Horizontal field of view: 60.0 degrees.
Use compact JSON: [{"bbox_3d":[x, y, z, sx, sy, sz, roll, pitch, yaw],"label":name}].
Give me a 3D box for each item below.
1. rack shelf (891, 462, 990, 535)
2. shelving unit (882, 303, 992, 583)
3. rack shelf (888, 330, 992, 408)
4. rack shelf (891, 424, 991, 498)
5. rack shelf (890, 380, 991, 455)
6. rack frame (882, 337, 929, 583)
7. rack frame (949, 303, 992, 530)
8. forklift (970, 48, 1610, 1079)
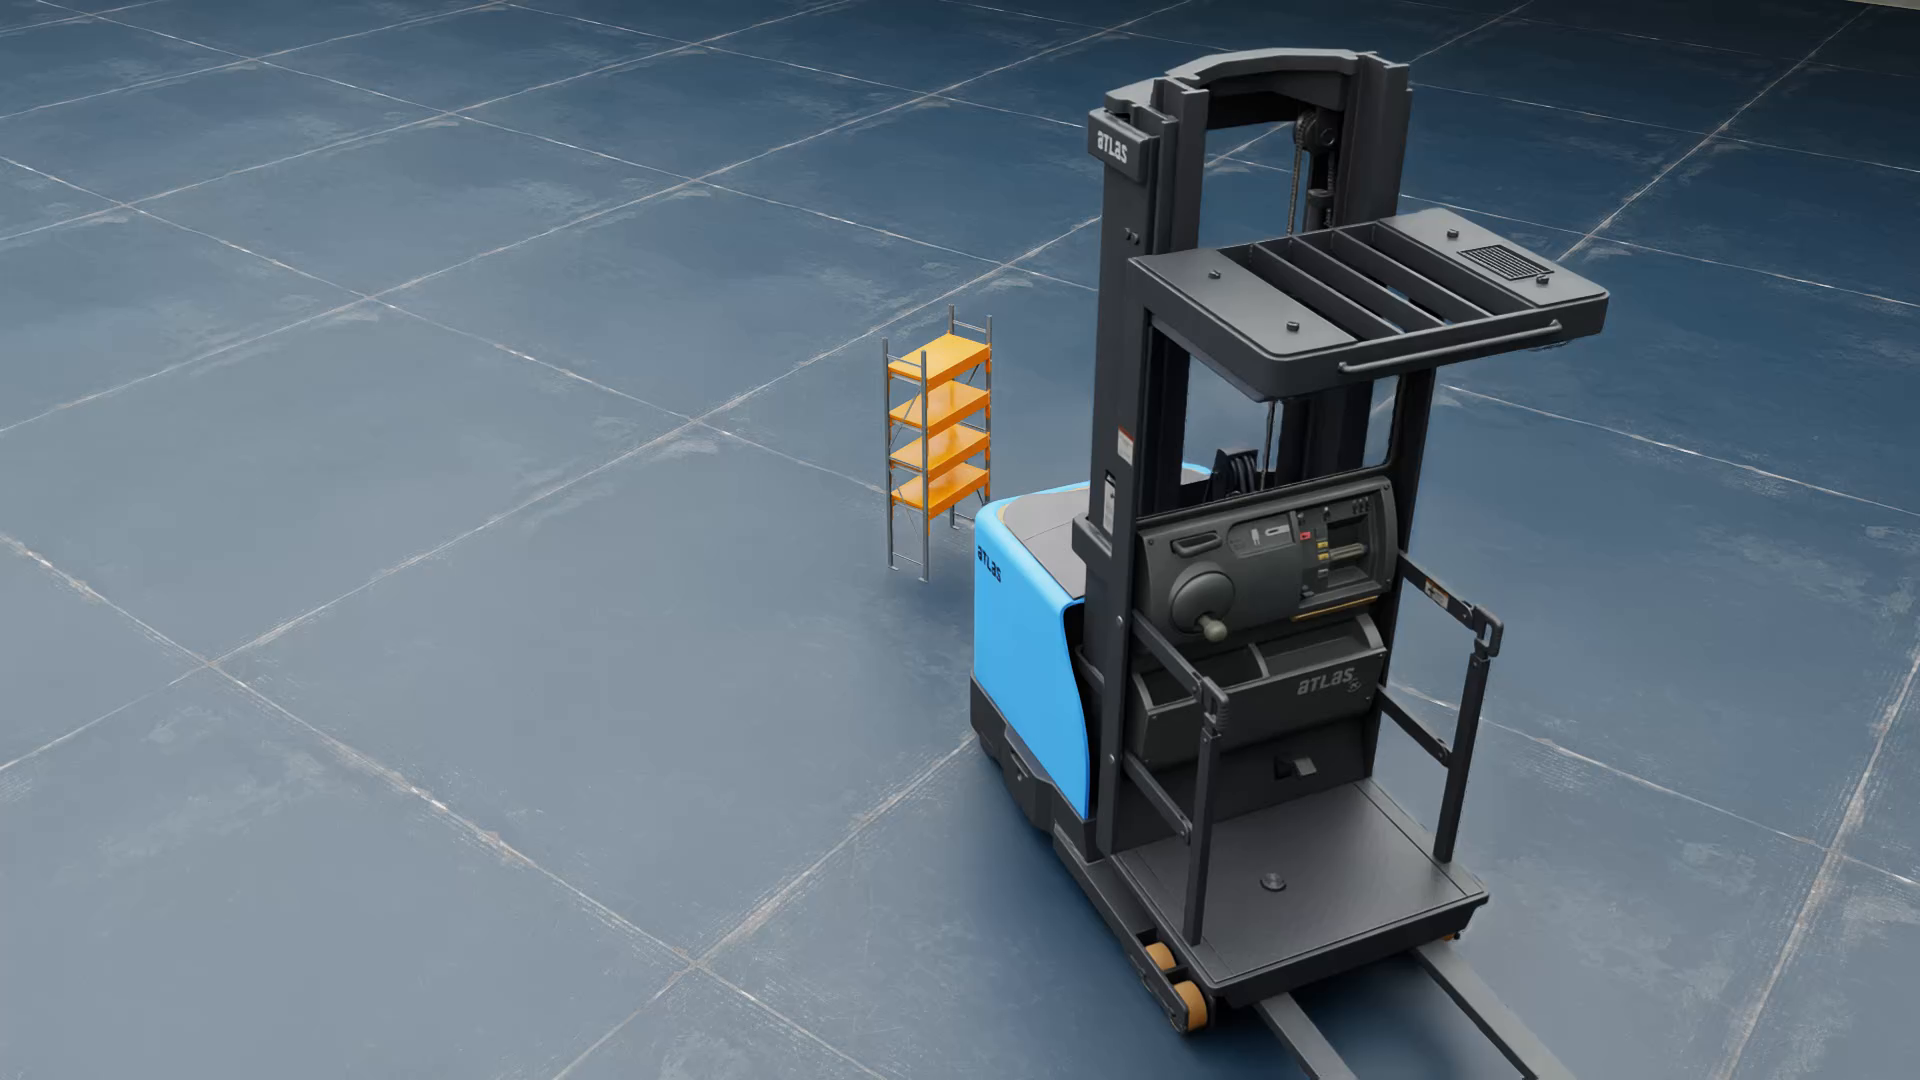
[{"bbox_3d":[-0.100,-0.220,7.966,0.258,0.148,0.480,21,37,31],"label":"rack shelf"},{"bbox_3d":[-0.100,-0.449,7.831,0.258,1.200,0.503,21,37,31],"label":"shelving unit"},{"bbox_3d":[-0.100,-0.787,7.630,0.258,0.148,0.480,21,37,31],"label":"rack shelf"},{"bbox_3d":[-0.100,-0.391,7.865,0.258,0.148,0.480,21,37,31],"label":"rack shelf"},{"bbox_3d":[-0.100,-0.583,7.751,0.258,0.148,0.480,21,37,31],"label":"rack shelf"},{"bbox_3d":[-0.247,-0.350,7.663,0.240,1.200,0.015,21,37,31],"label":"rack frame"},{"bbox_3d":[0.047,-0.548,7.998,0.240,1.200,0.015,21,37,31],"label":"rack frame"},{"bbox_3d":[1.093,0.116,5.179,1.130,2.935,3.031,-13,33,-20],"label":"forklift"}]
